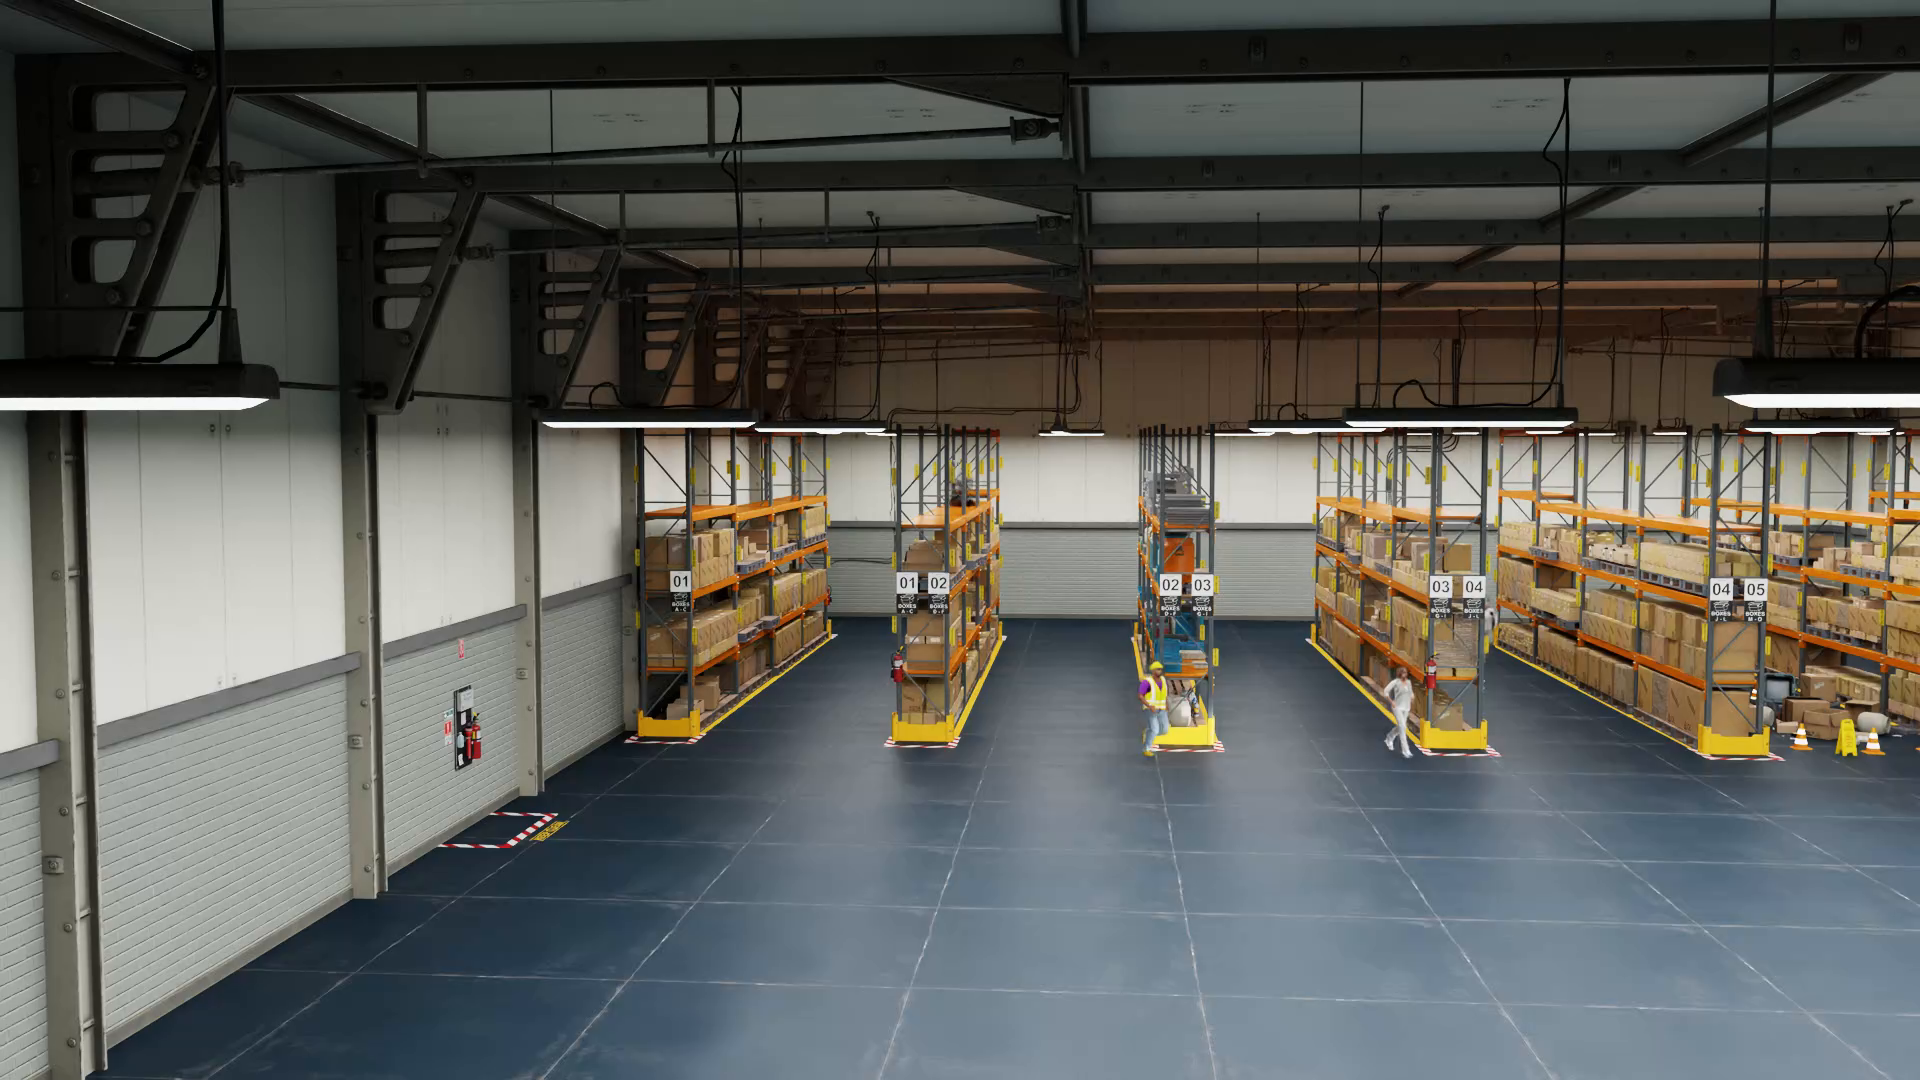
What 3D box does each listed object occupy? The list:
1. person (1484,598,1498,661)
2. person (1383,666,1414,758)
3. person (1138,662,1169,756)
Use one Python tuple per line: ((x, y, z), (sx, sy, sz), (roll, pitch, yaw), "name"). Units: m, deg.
((13.460, 2.301, 42.487), (0.649, 1.643, 0.717), (0, 3, 2), "person")
((7.976, 3.094, 30.122), (0.539, 1.595, 0.798), (-2, 4, -25), "person")
((3.518, 3.038, 30.037), (0.720, 1.698, 0.606), (-2, 4, -33), "person")
